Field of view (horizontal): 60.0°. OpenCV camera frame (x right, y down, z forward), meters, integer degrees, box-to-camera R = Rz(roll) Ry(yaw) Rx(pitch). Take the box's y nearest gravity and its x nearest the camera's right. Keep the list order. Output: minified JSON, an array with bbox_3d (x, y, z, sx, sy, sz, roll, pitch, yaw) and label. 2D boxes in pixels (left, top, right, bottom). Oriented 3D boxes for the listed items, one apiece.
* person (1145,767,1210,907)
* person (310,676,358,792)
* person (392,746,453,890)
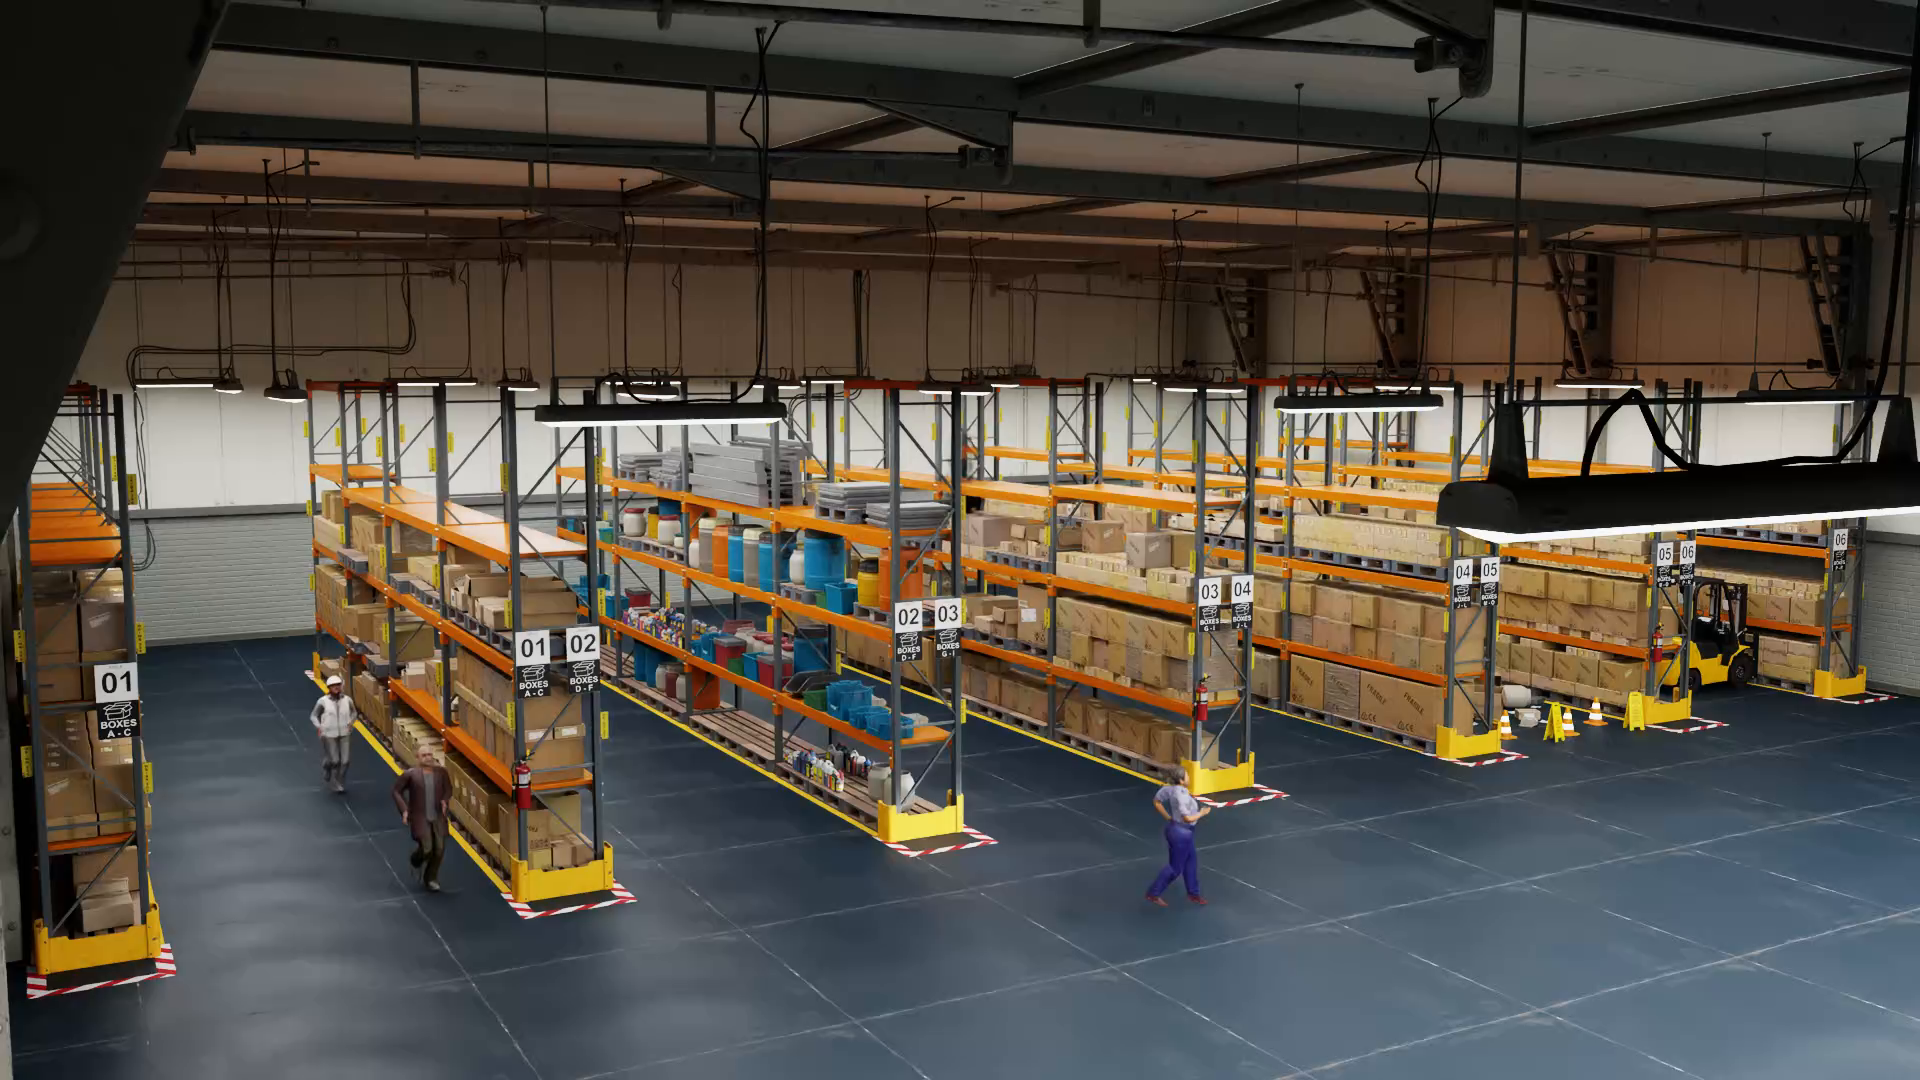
[{"bbox_3d":[2.547,3.460,19.253,0.787,1.690,0.594,-1,6,-7],"label":"person"},{"bbox_3d":[-9.210,2.867,24.578,0.658,1.726,0.535,-4,7,-35],"label":"person"},{"bbox_3d":[-6.401,3.345,19.994,0.698,1.721,0.601,-5,8,-37],"label":"person"}]
